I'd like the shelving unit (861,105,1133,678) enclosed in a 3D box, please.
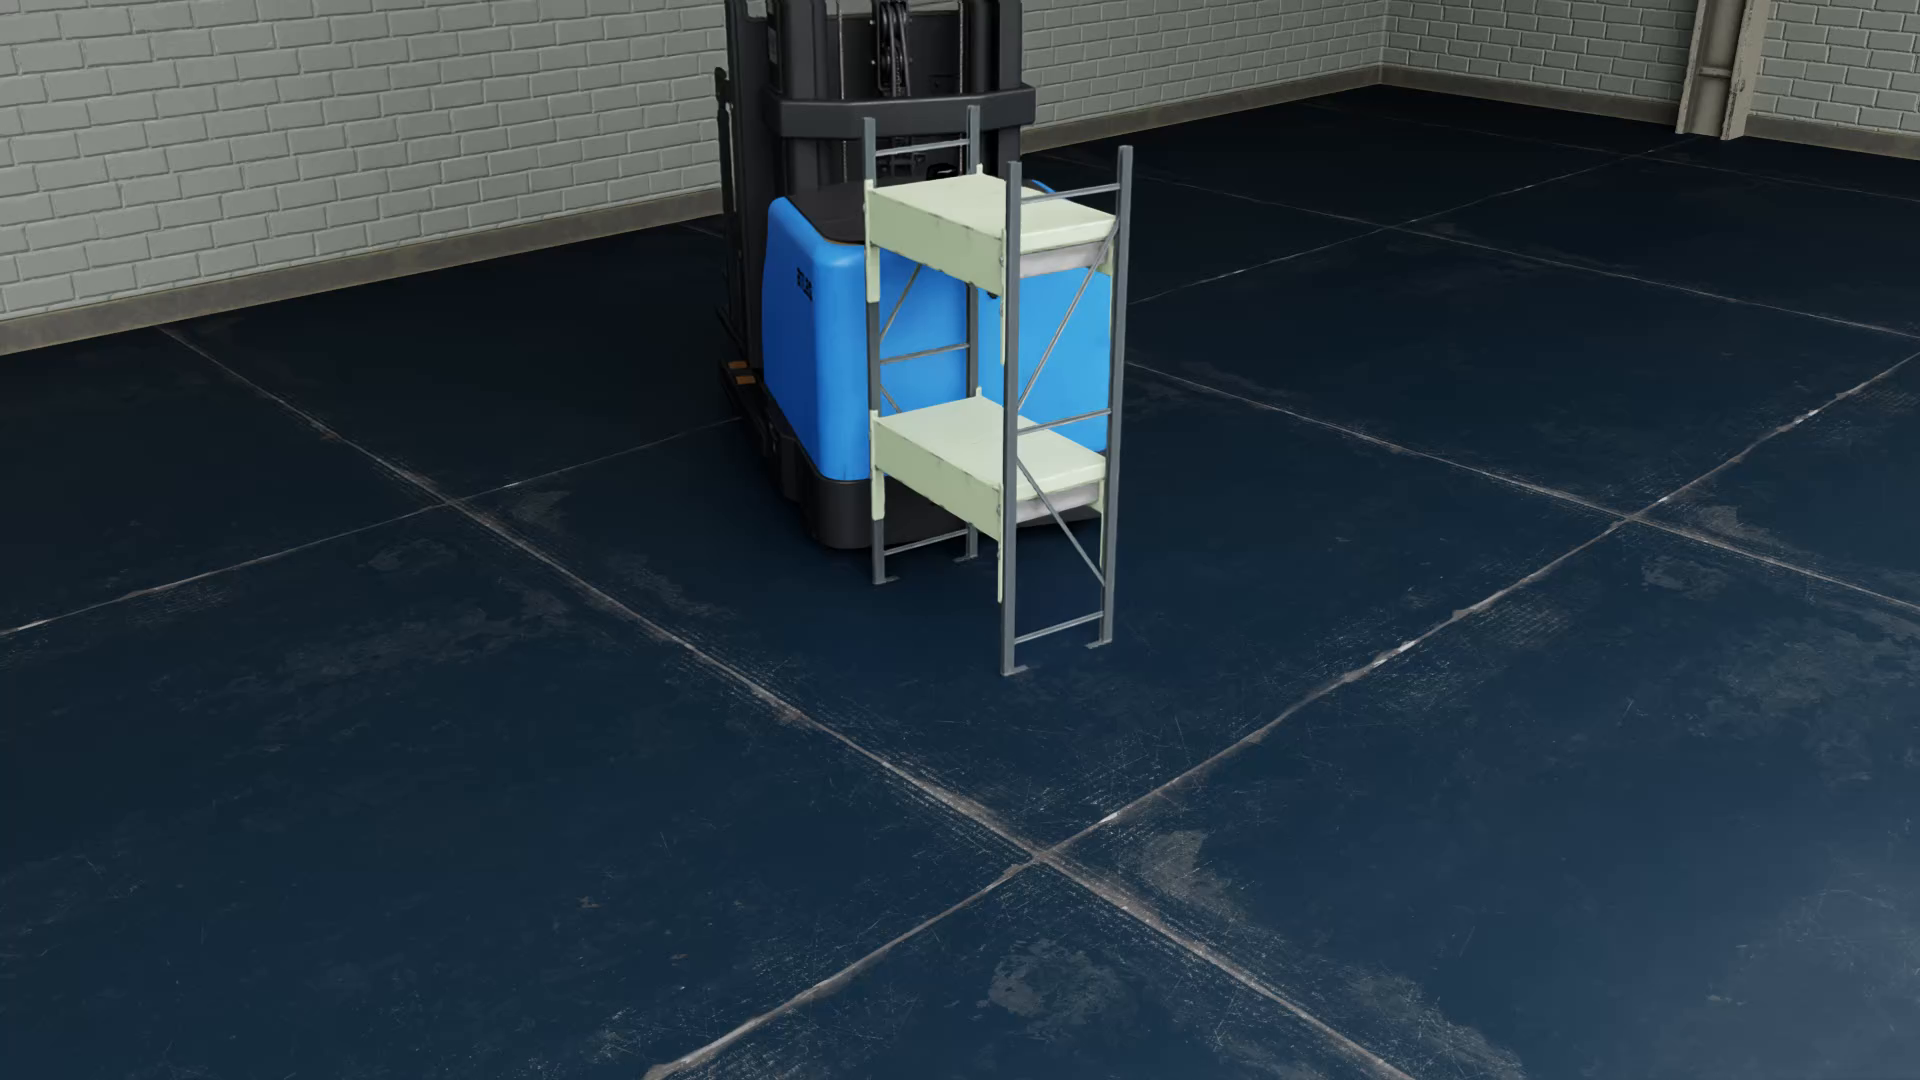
[{"bbox_3d":[0.089,-0.455,4.939,0.431,1.500,0.755,-15,29,-30],"label":"shelving unit"}]

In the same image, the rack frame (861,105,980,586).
[{"bbox_3d":[-0.113,-0.581,5.217,0.400,1.500,0.023,-15,29,-30],"label":"rack frame"}]

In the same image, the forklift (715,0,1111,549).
[{"bbox_3d":[-0.386,-1.891,6.363,1.130,2.935,3.031,-7,26,-15],"label":"forklift"}]

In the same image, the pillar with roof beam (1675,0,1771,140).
[{"bbox_3d":[2.438,-5.897,7.834,9.100,9.000,0.400,-21,32,-38],"label":"pillar with roof beam"}]

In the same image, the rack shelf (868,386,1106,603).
[{"bbox_3d":[0.089,-0.158,5.075,0.431,0.370,0.720,-15,29,-30],"label":"rack shelf"}]

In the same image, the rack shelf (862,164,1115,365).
[{"bbox_3d":[0.089,-0.810,4.777,0.431,0.370,0.720,-15,29,-30],"label":"rack shelf"}]

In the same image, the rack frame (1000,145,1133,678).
[{"bbox_3d":[0.290,-0.328,4.662,0.400,1.500,0.023,-15,29,-30],"label":"rack frame"}]
